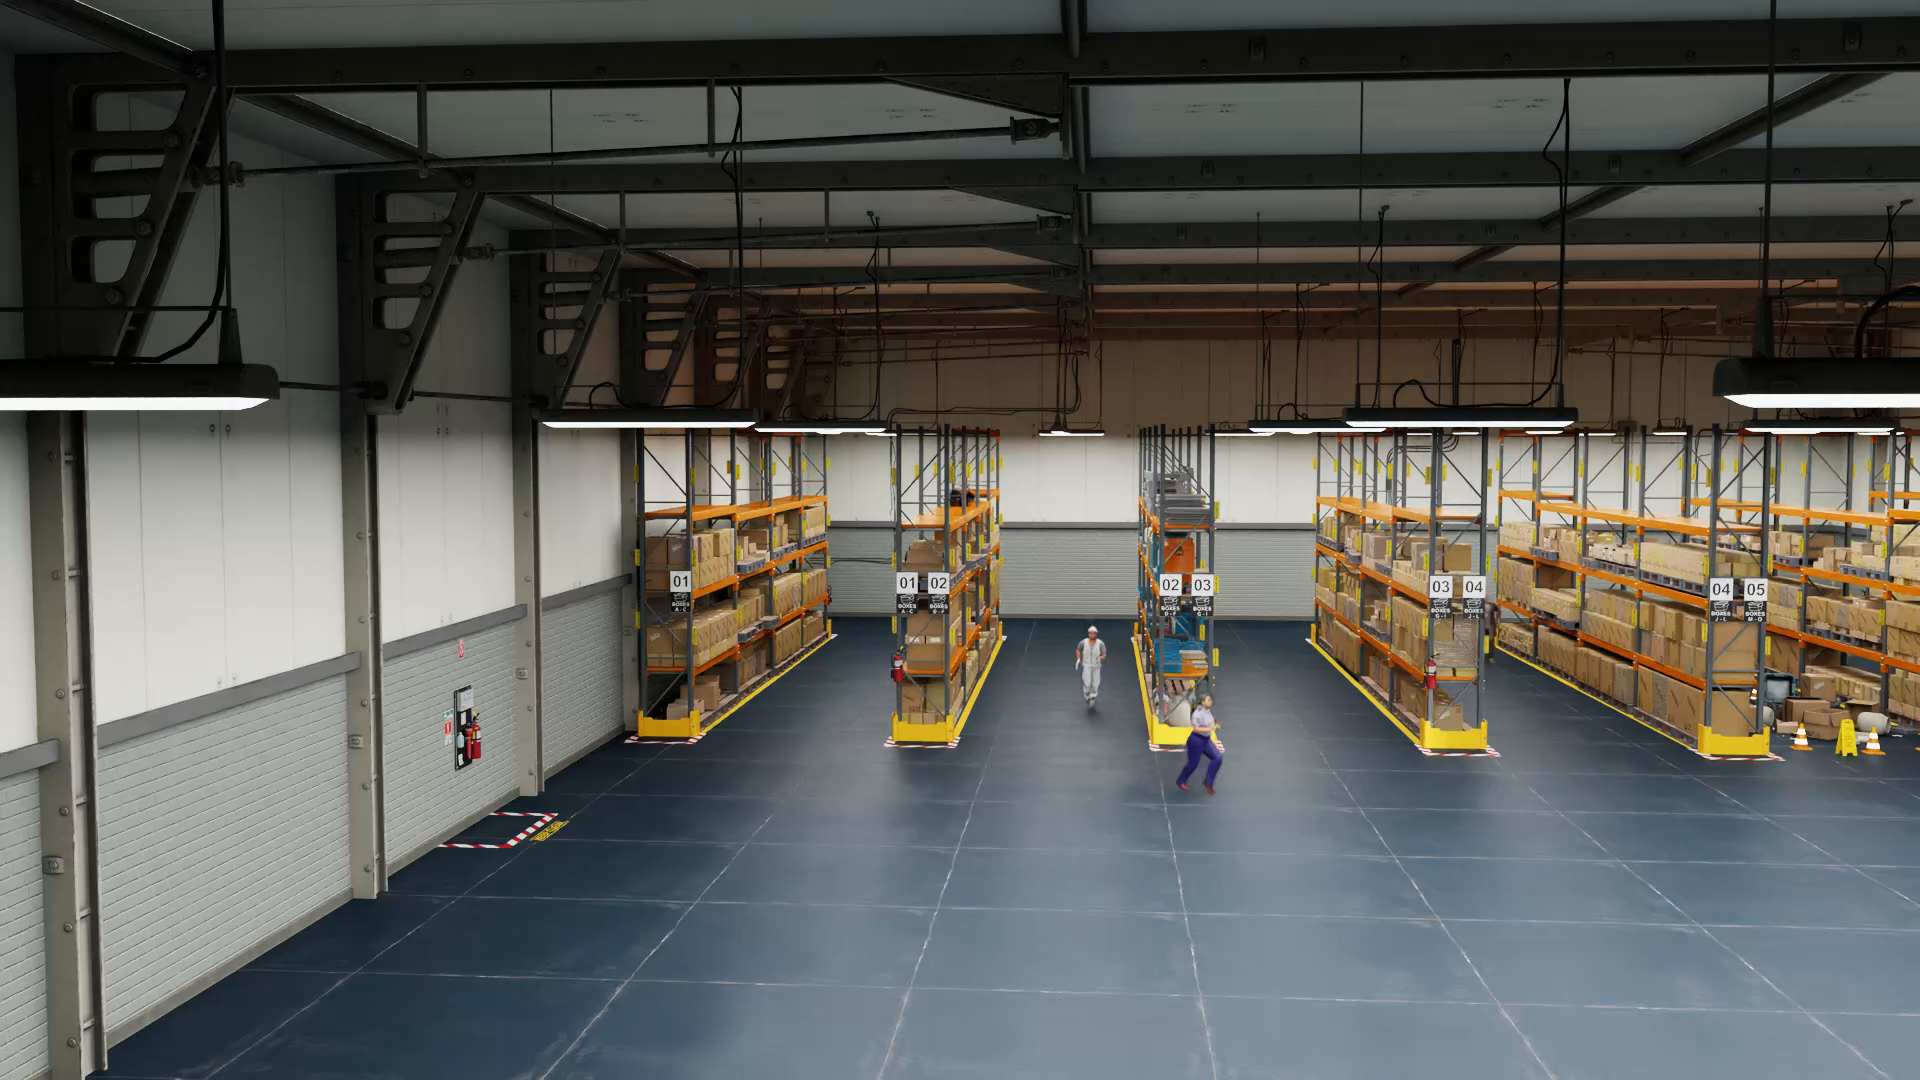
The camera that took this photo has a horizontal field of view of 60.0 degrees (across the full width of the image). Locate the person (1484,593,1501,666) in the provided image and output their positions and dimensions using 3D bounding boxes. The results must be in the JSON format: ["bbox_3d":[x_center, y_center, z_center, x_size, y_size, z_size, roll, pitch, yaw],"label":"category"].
[{"bbox_3d":[13.452,2.269,42.463,0.730,1.746,1.051,1,4,9],"label":"person"}]

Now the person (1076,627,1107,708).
[{"bbox_3d":[2.770,2.692,35.108,0.652,1.740,0.742,0,3,2],"label":"person"}]

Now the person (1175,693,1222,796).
[{"bbox_3d":[3.841,3.283,26.740,0.815,1.671,0.627,2,4,36],"label":"person"}]
